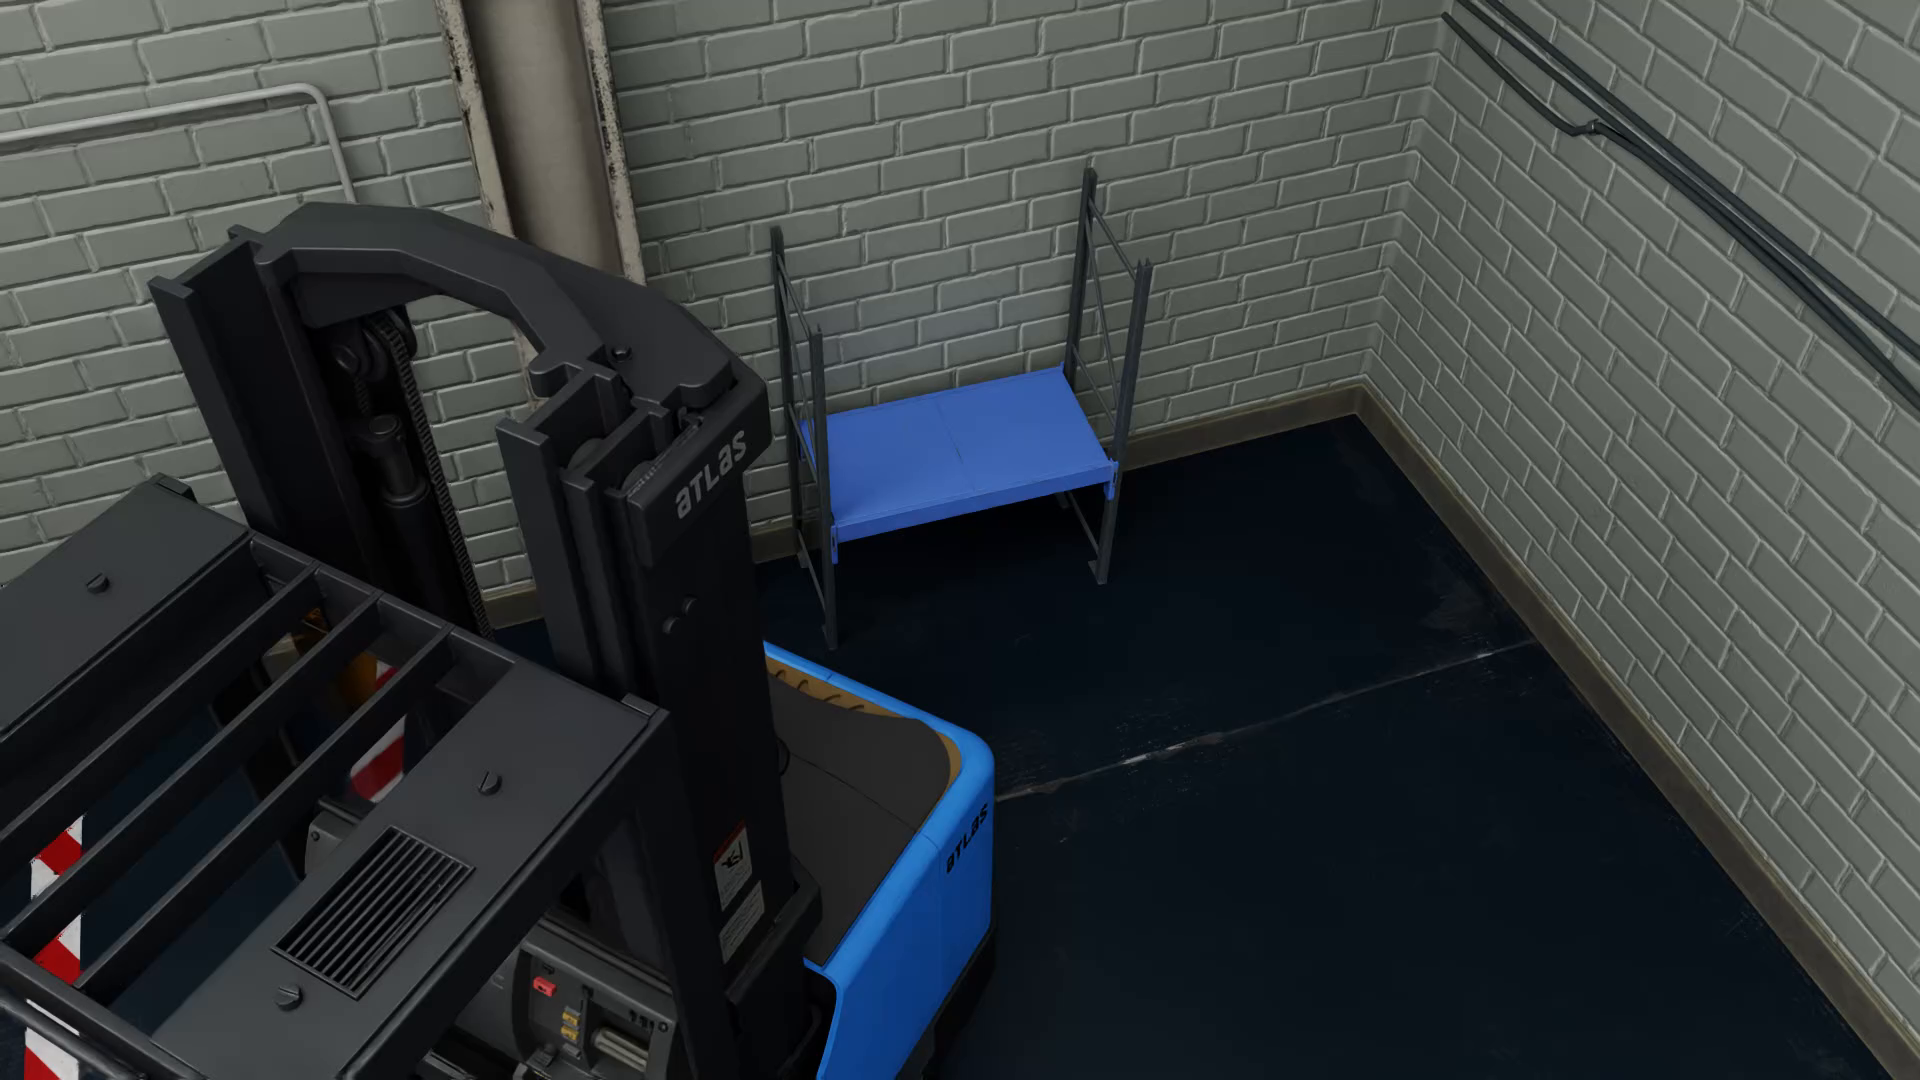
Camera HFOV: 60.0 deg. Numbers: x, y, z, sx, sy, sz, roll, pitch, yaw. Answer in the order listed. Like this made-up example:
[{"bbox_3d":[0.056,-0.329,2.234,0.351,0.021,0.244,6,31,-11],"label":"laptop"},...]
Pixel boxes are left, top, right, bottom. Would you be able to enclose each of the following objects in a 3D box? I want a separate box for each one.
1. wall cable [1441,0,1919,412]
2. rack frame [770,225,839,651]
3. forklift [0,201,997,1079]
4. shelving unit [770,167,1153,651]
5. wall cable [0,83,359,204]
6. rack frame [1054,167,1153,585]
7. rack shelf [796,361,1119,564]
[{"bbox_3d":[2.048,-1.699,3.783,0.112,2.526,3.097,-14,47,-14],"label":"wall cable"},{"bbox_3d":[-0.502,-0.281,5.443,0.032,1.500,0.500,-13,51,-13],"label":"rack frame"},{"bbox_3d":[-1.055,0.983,3.201,1.130,2.935,3.031,22,49,20],"label":"forklift"},{"bbox_3d":[-0.019,-0.394,5.555,1.048,1.500,0.538,-13,51,-13],"label":"shelving unit"},{"bbox_3d":[-2.510,-0.852,4.265,1.851,1.984,0.084,-14,47,-14],"label":"wall cable"},{"bbox_3d":[0.464,-0.506,5.668,0.032,1.500,0.500,-13,51,-13],"label":"rack frame"},{"bbox_3d":[-0.024,-0.277,5.692,1.000,0.185,0.538,-13,51,-13],"label":"rack shelf"}]
